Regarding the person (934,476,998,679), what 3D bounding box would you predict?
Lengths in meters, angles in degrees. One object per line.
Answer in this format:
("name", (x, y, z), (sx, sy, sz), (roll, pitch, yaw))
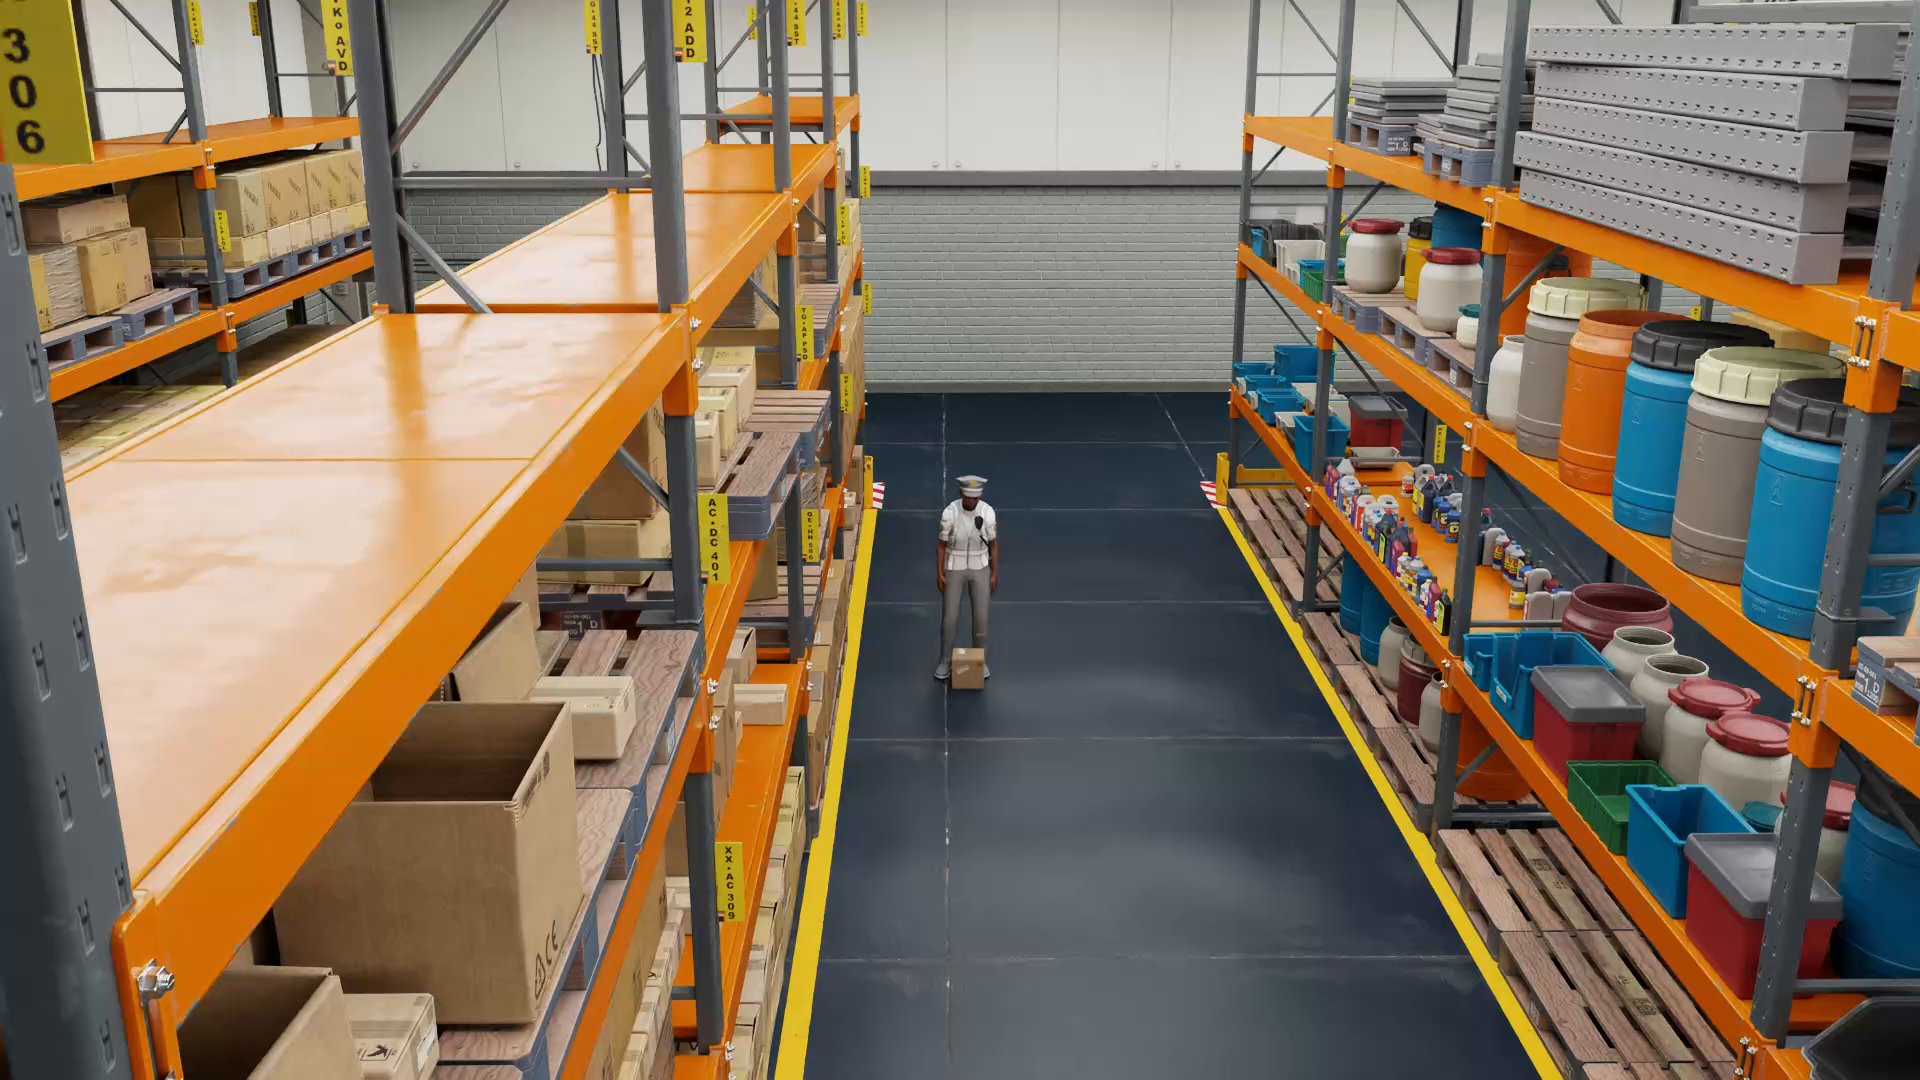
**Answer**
("person", (0.048, 0.277, 13.184), (0.518, 1.656, 0.397), (-1, 17, -3))
